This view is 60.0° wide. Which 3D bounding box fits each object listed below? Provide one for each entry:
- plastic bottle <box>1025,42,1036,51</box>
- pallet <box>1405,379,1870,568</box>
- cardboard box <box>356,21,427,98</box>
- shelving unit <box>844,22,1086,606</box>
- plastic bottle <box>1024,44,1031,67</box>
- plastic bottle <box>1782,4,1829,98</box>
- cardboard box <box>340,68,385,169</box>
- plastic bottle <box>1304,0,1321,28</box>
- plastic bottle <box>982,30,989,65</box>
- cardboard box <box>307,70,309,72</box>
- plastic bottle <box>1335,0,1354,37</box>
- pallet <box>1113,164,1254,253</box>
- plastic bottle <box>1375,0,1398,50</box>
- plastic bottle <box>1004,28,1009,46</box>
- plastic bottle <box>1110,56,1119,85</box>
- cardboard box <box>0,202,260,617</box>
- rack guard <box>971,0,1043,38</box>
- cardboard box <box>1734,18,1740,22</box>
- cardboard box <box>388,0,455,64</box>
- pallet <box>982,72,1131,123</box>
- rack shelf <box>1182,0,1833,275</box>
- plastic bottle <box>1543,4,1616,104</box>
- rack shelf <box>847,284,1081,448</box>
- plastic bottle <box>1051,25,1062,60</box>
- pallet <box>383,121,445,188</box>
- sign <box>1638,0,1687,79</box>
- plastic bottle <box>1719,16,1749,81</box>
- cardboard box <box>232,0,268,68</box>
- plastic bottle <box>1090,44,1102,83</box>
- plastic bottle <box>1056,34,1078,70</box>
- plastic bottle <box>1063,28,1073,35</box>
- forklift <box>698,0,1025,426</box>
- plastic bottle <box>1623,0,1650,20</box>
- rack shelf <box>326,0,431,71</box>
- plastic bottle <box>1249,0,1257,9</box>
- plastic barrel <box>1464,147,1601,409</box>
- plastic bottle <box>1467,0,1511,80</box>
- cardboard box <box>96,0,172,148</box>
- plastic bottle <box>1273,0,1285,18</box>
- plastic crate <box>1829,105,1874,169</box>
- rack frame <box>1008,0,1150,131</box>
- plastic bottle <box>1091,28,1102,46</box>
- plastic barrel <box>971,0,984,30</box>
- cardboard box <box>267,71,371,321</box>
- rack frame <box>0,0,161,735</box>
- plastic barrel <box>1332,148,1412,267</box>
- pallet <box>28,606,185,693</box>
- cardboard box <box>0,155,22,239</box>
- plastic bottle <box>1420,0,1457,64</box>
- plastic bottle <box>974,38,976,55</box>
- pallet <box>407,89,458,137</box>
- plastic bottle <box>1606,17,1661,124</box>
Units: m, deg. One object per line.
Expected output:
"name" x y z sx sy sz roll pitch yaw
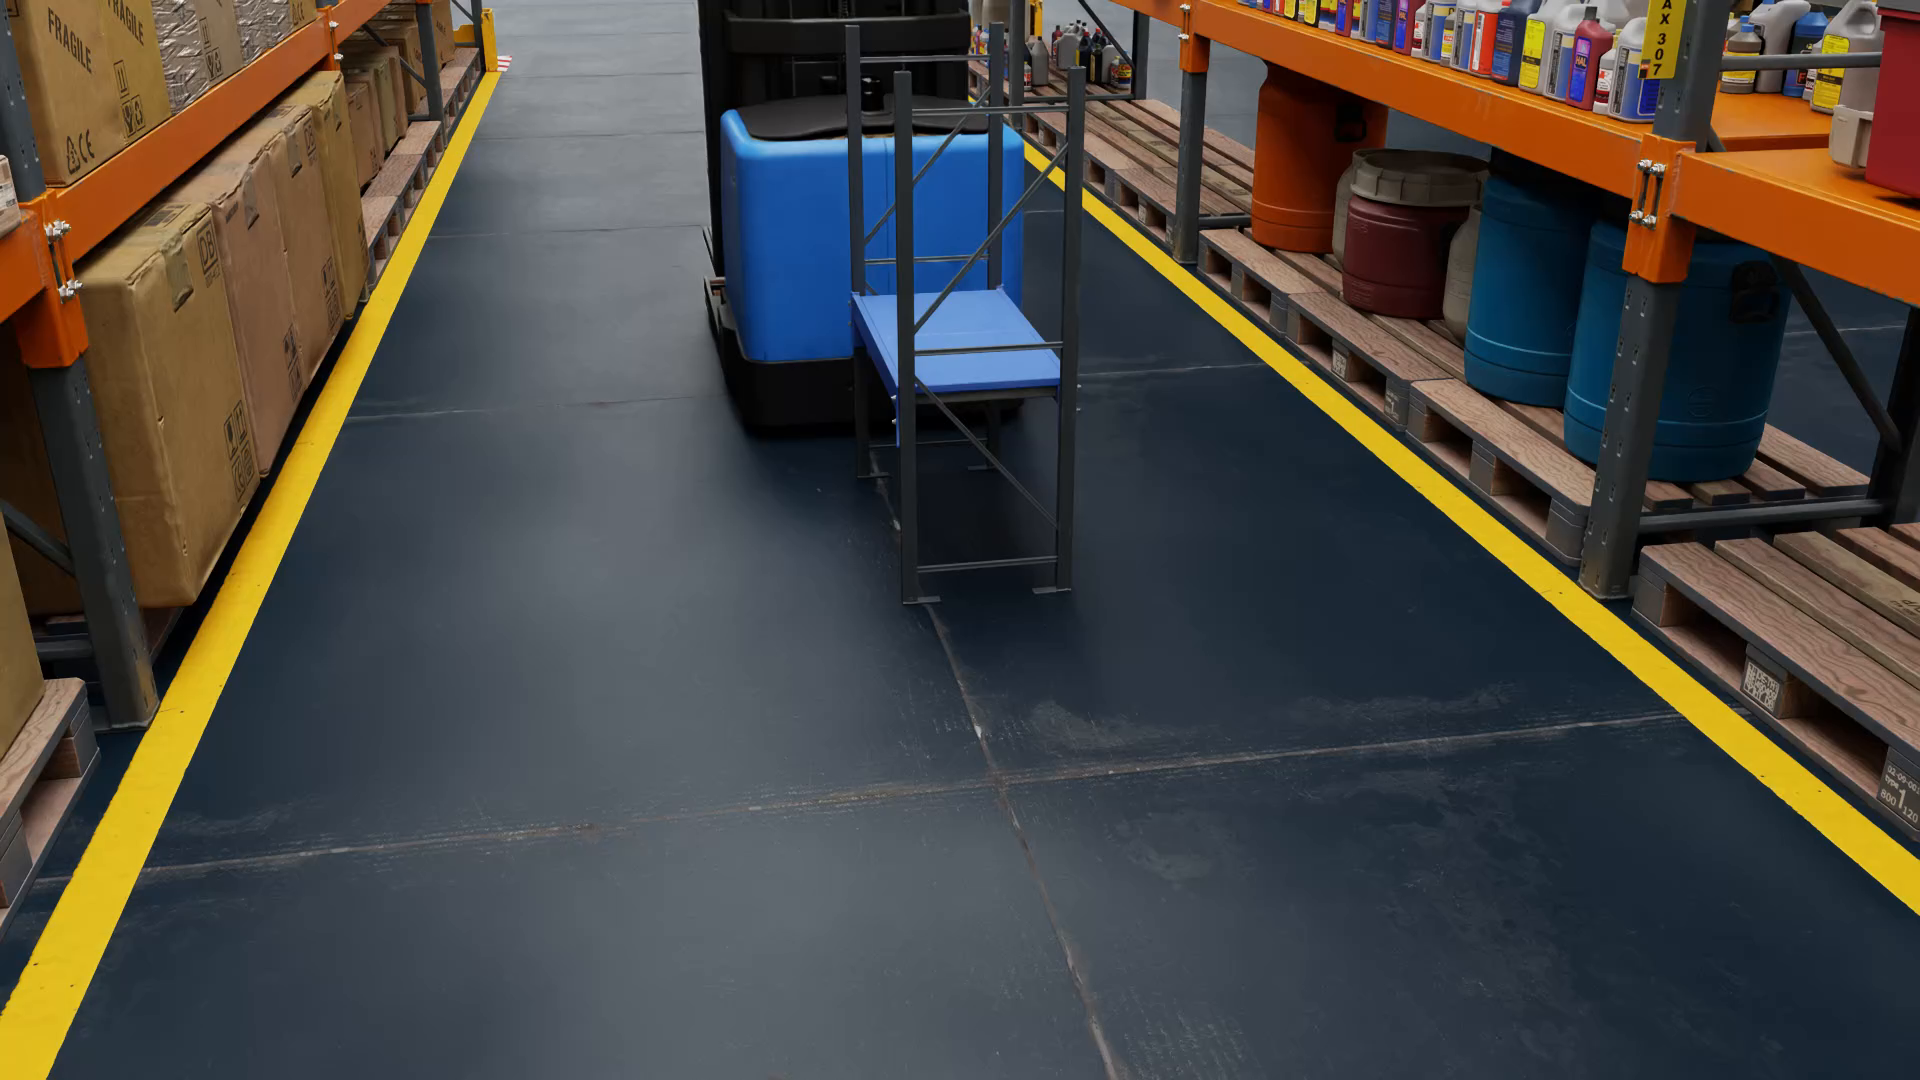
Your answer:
"plastic bottle" 0.558 -3.681 12.784 0.152 0.276 0.135 -4 24 -10
"pallet" 2.233 -0.281 5.630 1.003 0.211 1.213 -4 24 -10
"cardboard box" -4.160 -3.464 12.033 0.500 0.500 0.500 3 24 7
"shelving unit" -0.016 -0.721 5.027 0.538 1.500 1.048 -4 24 -10
"plastic bottle" 0.453 -3.619 12.548 0.144 0.351 0.185 -5 24 -11
"plastic bottle" 2.604 -1.504 5.107 0.097 0.271 0.097 0 24 0
"cardboard box" -3.746 -2.437 9.654 0.700 0.500 0.500 -6 24 -14
"plastic bottle" 1.466 -2.249 6.798 0.061 0.283 0.133 -4 24 -10
"plastic bottle" 0.227 -4.013 13.551 0.097 0.271 0.097 0 24 0
"cardboard box" -3.426 -2.120 7.993 0.500 0.250 0.500 -3 24 -8
"plastic bottle" 1.526 -2.120 6.503 0.061 0.283 0.133 -4 24 -10
"pallet" 1.490 -1.855 9.235 1.003 0.211 1.213 -4 24 -10
"plastic bottle" 1.639 -2.000 6.144 0.144 0.351 0.185 -4 24 -10
"plastic bottle" 0.358 -3.821 13.012 0.144 0.351 0.185 -4 24 -10
"plastic bottle" 1.190 -3.556 12.591 0.097 0.201 0.097 0 24 0
"cardboard box" -2.671 -0.355 4.445 1.225 0.875 0.875 -4 24 -10
"rack guard" 0.176 -4.801 15.617 1.175 0.500 0.348 -4 24 -10
"cardboard box" 5.643 -3.575 11.899 0.500 0.311 0.500 -5 24 -10
"cardboard box" -4.509 -4.173 13.656 0.500 0.500 0.500 2 24 4
"pallet" 0.772 -3.388 12.745 1.003 0.211 1.213 -4 24 -10
"rack shelf" 1.965 -1.709 6.315 1.077 0.370 4.000 -4 24 -10
"plastic bottle" 1.877 -1.470 5.024 0.152 0.276 0.135 -4 24 -10
"rack shelf" -0.016 -0.556 5.099 0.538 0.185 1.000 -4 24 -10
"plastic bottle" 0.801 -4.130 13.803 0.061 0.283 0.133 -4 24 -10
"pallet" -3.867 -2.449 10.593 1.003 0.211 1.213 -4 24 -10
"sign" 1.794 -1.339 4.223 0.100 0.325 0.005 -4 24 -10
"plastic bottle" 2.543 -1.601 5.417 0.097 0.201 0.097 0 24 0
"cardboard box" -2.752 -1.929 5.793 0.500 0.500 0.500 -5 24 -11
"plastic bottle" 1.036 -3.631 12.660 0.061 0.283 0.133 -4 24 -10
"plastic bottle" 0.859 -3.921 13.334 0.152 0.276 0.135 -4 24 -10
"plastic bottle" 0.932 -4.080 13.698 0.152 0.276 0.135 -5 24 -11
"forklift" -0.557 -2.317 6.892 1.130 2.935 3.031 -5 24 -11
"plastic bottle" 2.303 -1.759 5.684 0.152 0.276 0.135 -4 24 -10
"rack shelf" -3.642 -2.916 9.078 1.077 0.370 4.000 -4 24 -10
"plastic bottle" 1.352 -2.525 7.444 0.097 0.271 0.097 0 24 0
"plastic barrel" 2.120 -0.977 5.836 0.600 0.901 0.708 -4 24 -10
"plastic bottle" 1.783 -1.669 5.478 0.152 0.276 0.135 -4 24 -10
"cardboard box" -2.466 -1.329 4.420 0.500 0.500 0.500 -4 24 -10
"plastic bottle" 1.443 -2.393 7.136 0.152 0.276 0.135 -4 24 -10
"plastic crate" 2.280 -0.965 3.967 0.396 0.136 0.243 -4 24 -10
"rack frame" 0.855 -4.399 11.575 1.000 3.000 0.127 -4 24 -10
"plastic bottle" 1.079 -3.809 12.984 0.144 0.351 0.185 -5 24 -12
"plastic barrel" 0.313 -4.772 15.011 0.421 0.512 0.421 0 24 0
"cardboard box" -3.165 -1.405 6.849 1.225 0.875 0.875 -5 24 -12
"rack frame" -2.533 -0.886 3.531 1.000 3.000 0.127 -4 24 -10
"plastic barrel" 1.894 -1.471 7.455 0.421 0.512 0.421 0 24 0
"pallet" -2.750 0.094 4.771 1.003 0.211 1.213 -4 24 -10
"cardboard box" -2.155 -0.675 3.362 0.380 0.149 0.250 -4 24 -9
"plastic bottle" 1.716 -1.813 5.808 0.152 0.276 0.135 -4 24 -10
"plastic bottle" 0.164 -4.115 13.870 0.097 0.201 0.097 0 24 0
"pallet" -4.171 -3.016 11.892 1.003 0.211 1.213 -4 24 -10
"plastic bottle" 1.944 -1.327 4.695 0.152 0.276 0.135 -4 24 -10
